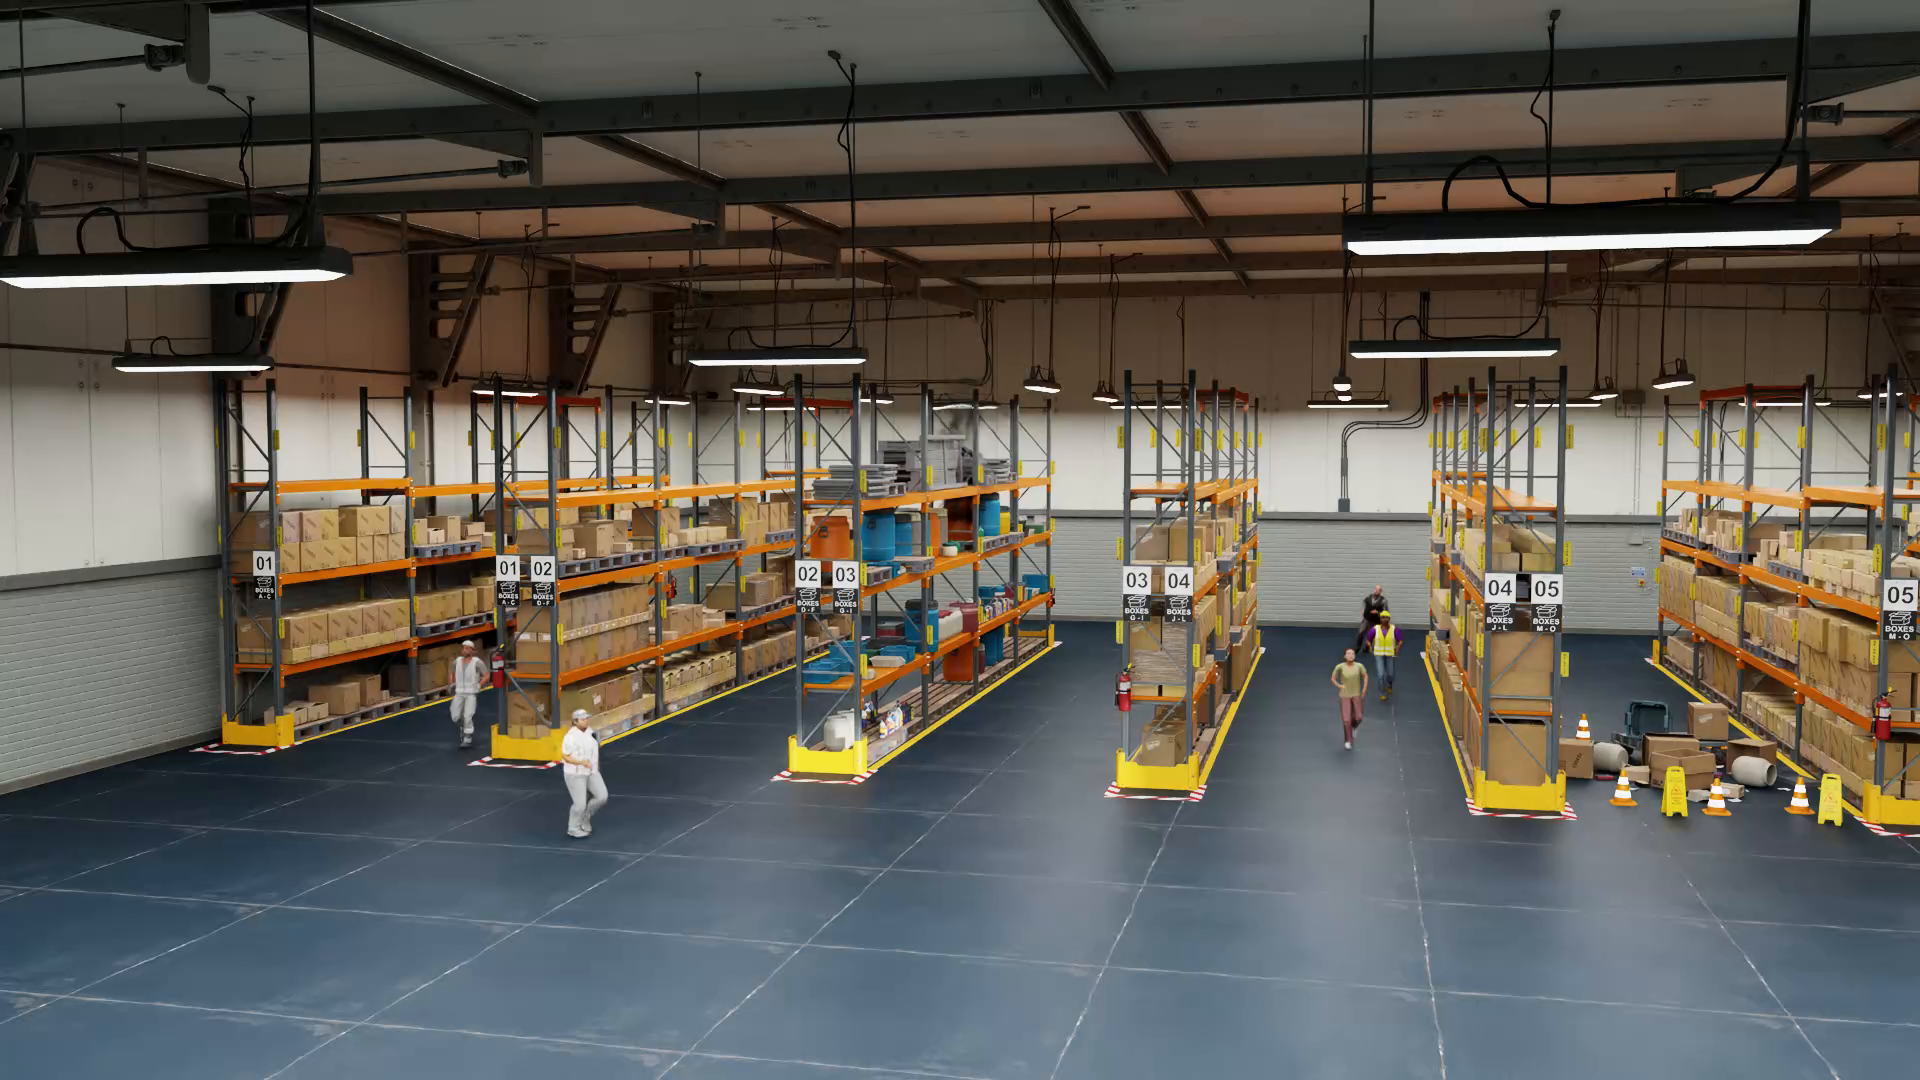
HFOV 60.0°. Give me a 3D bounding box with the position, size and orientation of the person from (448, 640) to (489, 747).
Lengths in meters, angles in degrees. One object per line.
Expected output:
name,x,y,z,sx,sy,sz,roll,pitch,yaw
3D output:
person,-8.043,2.506,27.203,0.662,1.740,0.604,0,3,4

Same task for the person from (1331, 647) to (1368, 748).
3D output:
person,6.359,2.562,27.116,0.617,1.636,0.560,0,3,3

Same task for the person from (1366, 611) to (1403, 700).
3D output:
person,8.175,2.220,32.050,0.698,1.718,0.610,1,4,13

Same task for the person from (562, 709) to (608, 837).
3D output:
person,-4.708,2.928,20.872,0.575,1.623,0.571,2,4,35

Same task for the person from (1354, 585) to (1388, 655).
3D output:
person,9.528,1.858,38.591,0.817,1.645,0.710,2,4,31
